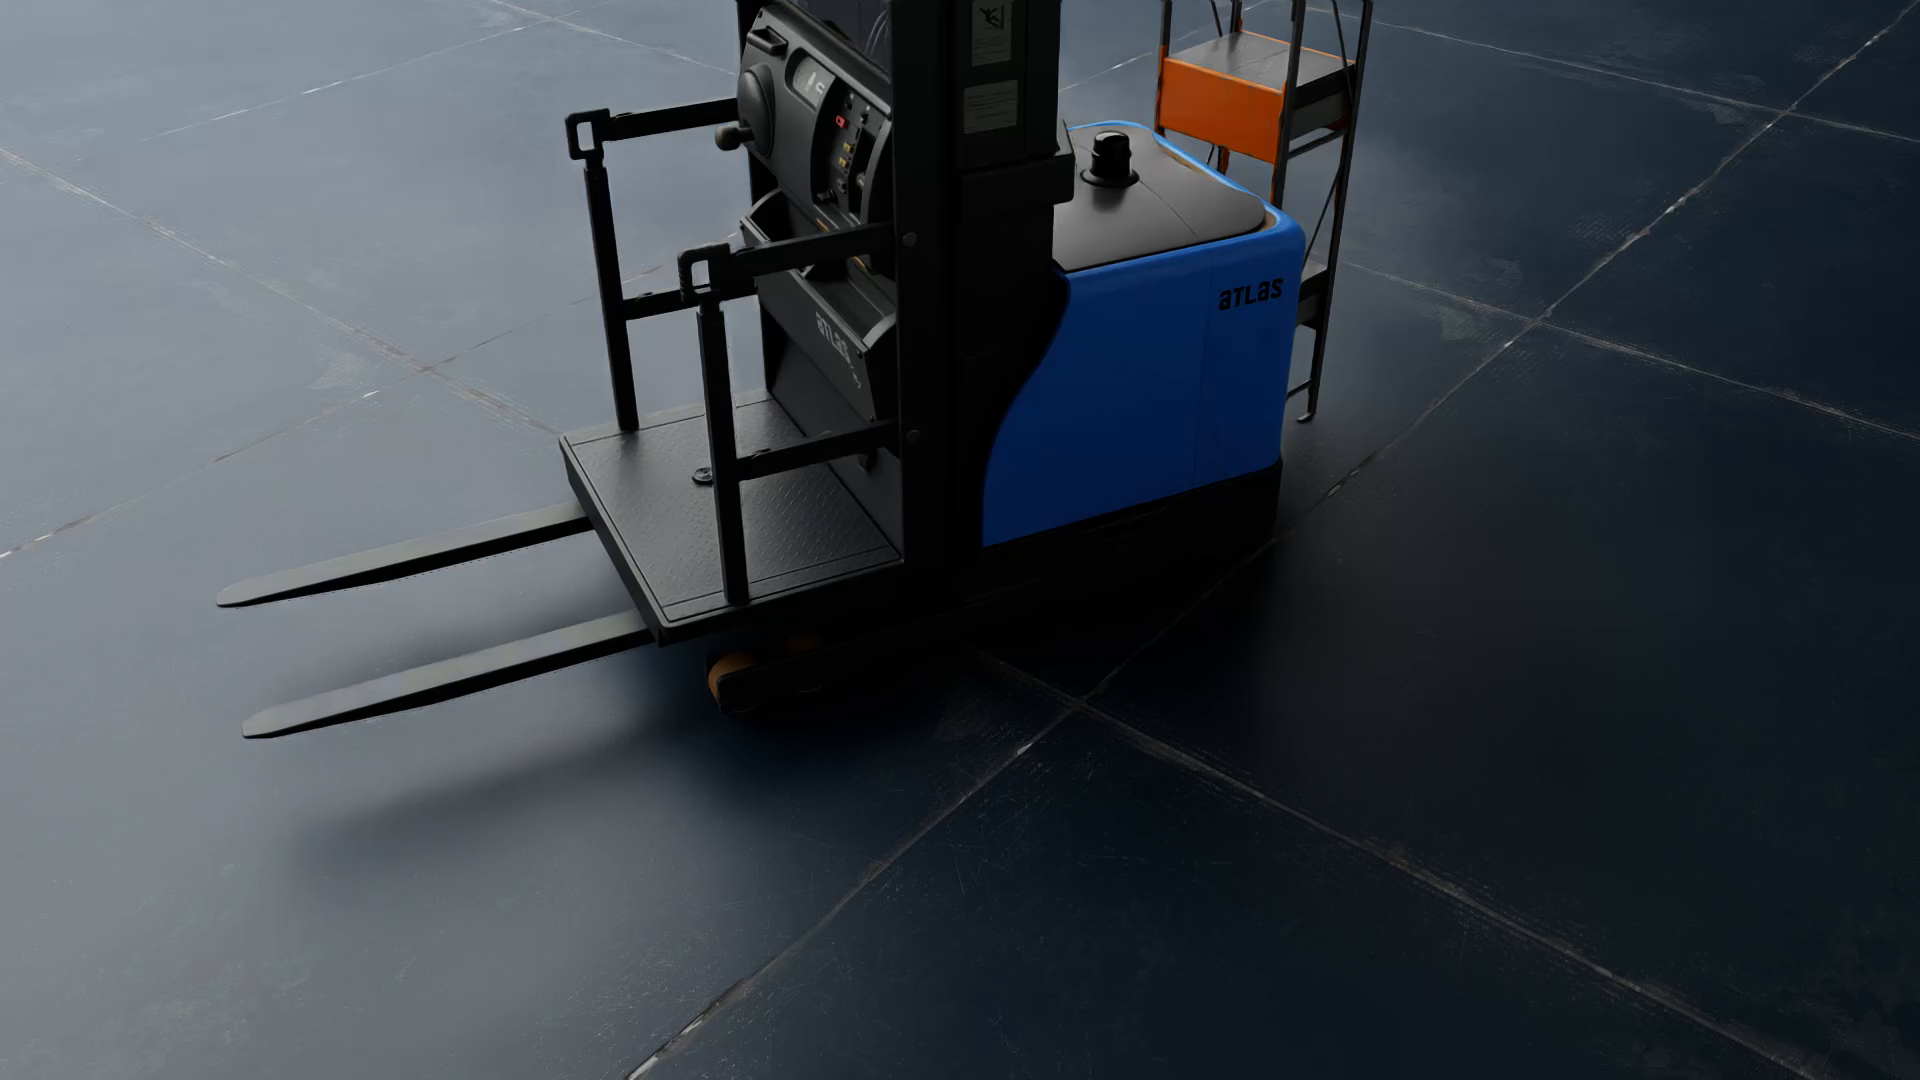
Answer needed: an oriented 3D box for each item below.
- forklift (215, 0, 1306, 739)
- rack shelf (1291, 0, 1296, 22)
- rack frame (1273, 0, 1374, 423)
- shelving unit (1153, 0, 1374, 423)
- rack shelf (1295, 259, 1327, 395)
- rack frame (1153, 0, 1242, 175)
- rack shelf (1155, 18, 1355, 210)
[{"bbox_3d":[-0.568,-1.077,4.229,3.031,2.935,1.130,-15,37,-21],"label":"forklift"},{"bbox_3d":[0.945,-1.899,4.947,0.431,0.518,0.480,-29,44,-35],"label":"rack shelf"},{"bbox_3d":[1.116,-1.235,5.193,0.400,2.100,0.015,-29,44,-35],"label":"rack frame"},{"bbox_3d":[0.944,-1.333,5.336,0.431,2.100,0.503,-29,44,-35],"label":"shelving unit"},{"bbox_3d":[0.943,-0.746,5.741,0.431,0.518,0.480,-29,44,-35],"label":"rack shelf"},{"bbox_3d":[0.772,-1.432,5.478,0.400,2.100,0.015,-29,44,-35],"label":"rack frame"},{"bbox_3d":[0.944,-1.322,5.344,0.431,0.518,0.480,-29,44,-35],"label":"rack shelf"}]
